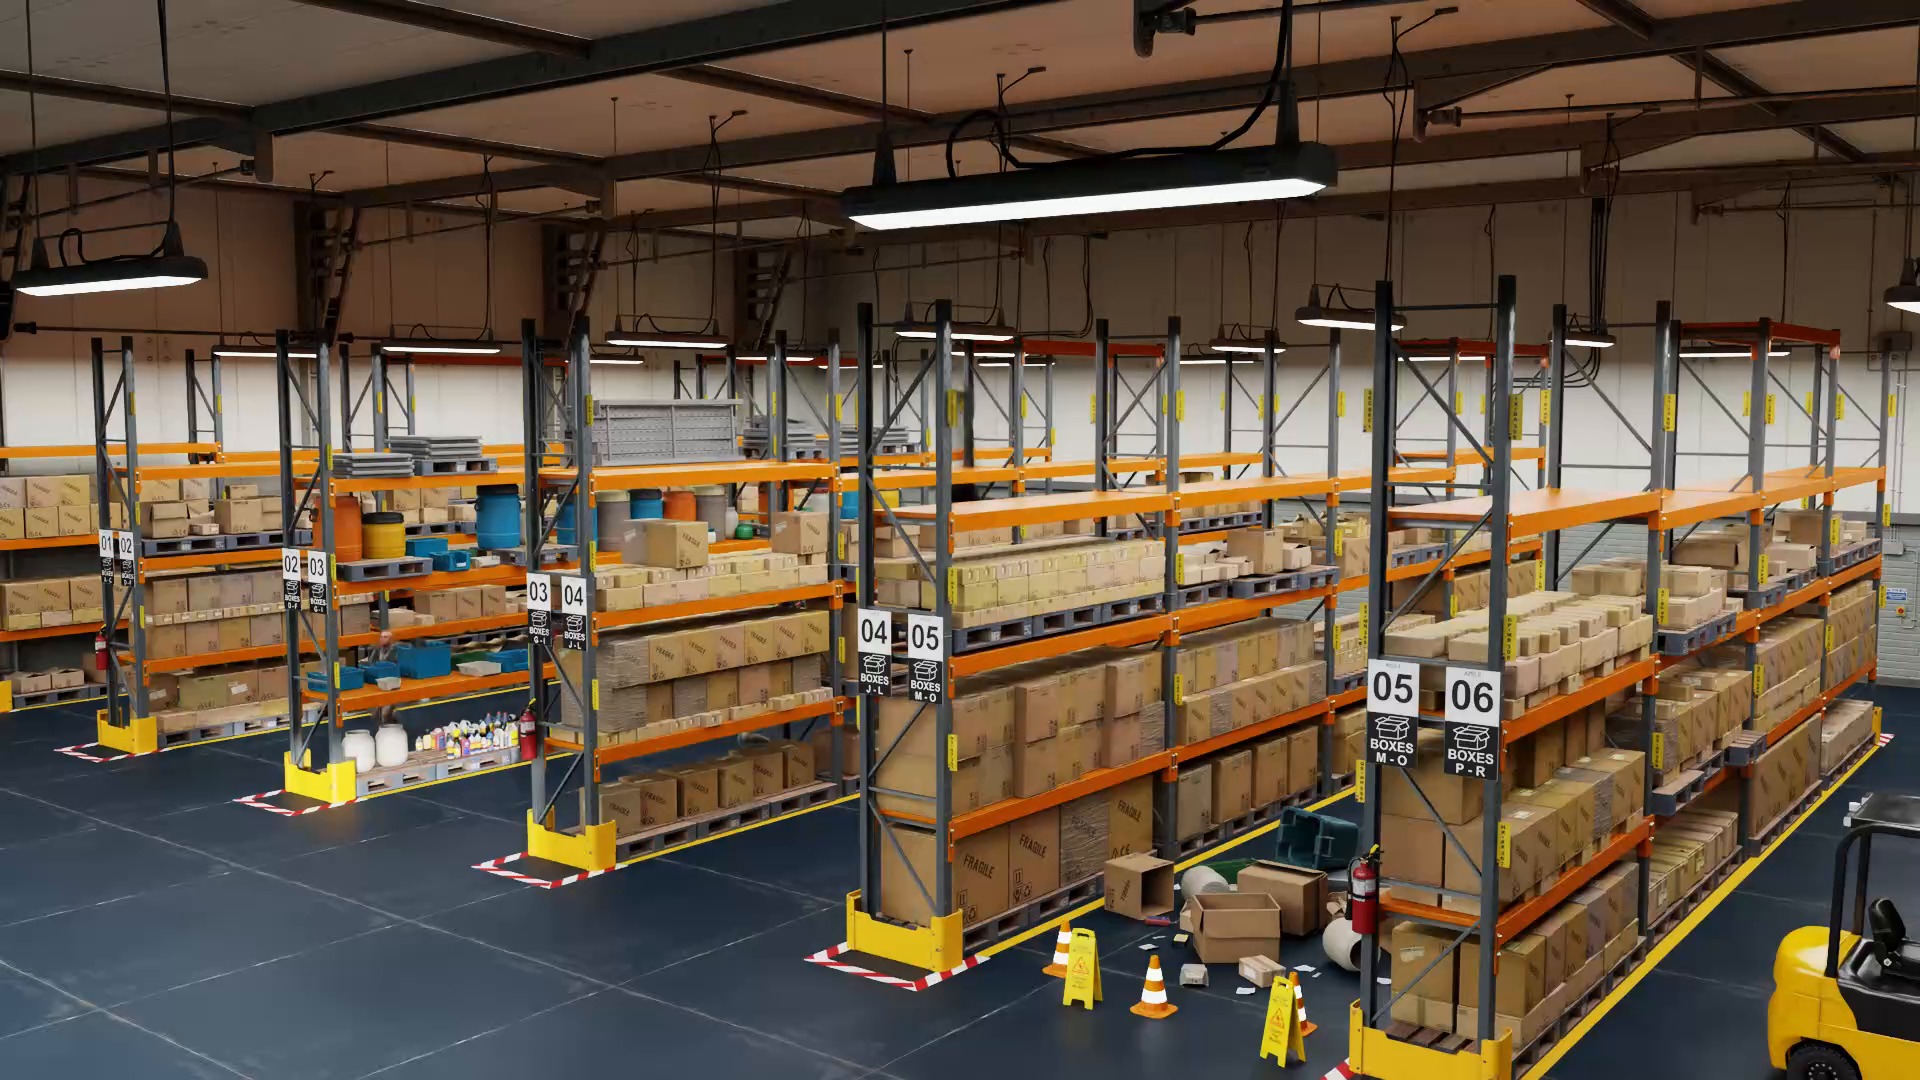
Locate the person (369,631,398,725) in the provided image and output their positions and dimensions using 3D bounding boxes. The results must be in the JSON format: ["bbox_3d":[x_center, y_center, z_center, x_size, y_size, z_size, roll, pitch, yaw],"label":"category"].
[{"bbox_3d":[-8.462,2.184,24.640,0.654,1.678,0.654,1,5,9],"label":"person"}]

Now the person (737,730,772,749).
[{"bbox_3d":[-2.912,2.352,22.990,0.616,1.660,0.498,4,6,38],"label":"person"}]

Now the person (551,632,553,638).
[{"bbox_3d":[-8.234,1.423,32.989,0.682,1.716,0.699,3,6,28],"label":"person"}]
